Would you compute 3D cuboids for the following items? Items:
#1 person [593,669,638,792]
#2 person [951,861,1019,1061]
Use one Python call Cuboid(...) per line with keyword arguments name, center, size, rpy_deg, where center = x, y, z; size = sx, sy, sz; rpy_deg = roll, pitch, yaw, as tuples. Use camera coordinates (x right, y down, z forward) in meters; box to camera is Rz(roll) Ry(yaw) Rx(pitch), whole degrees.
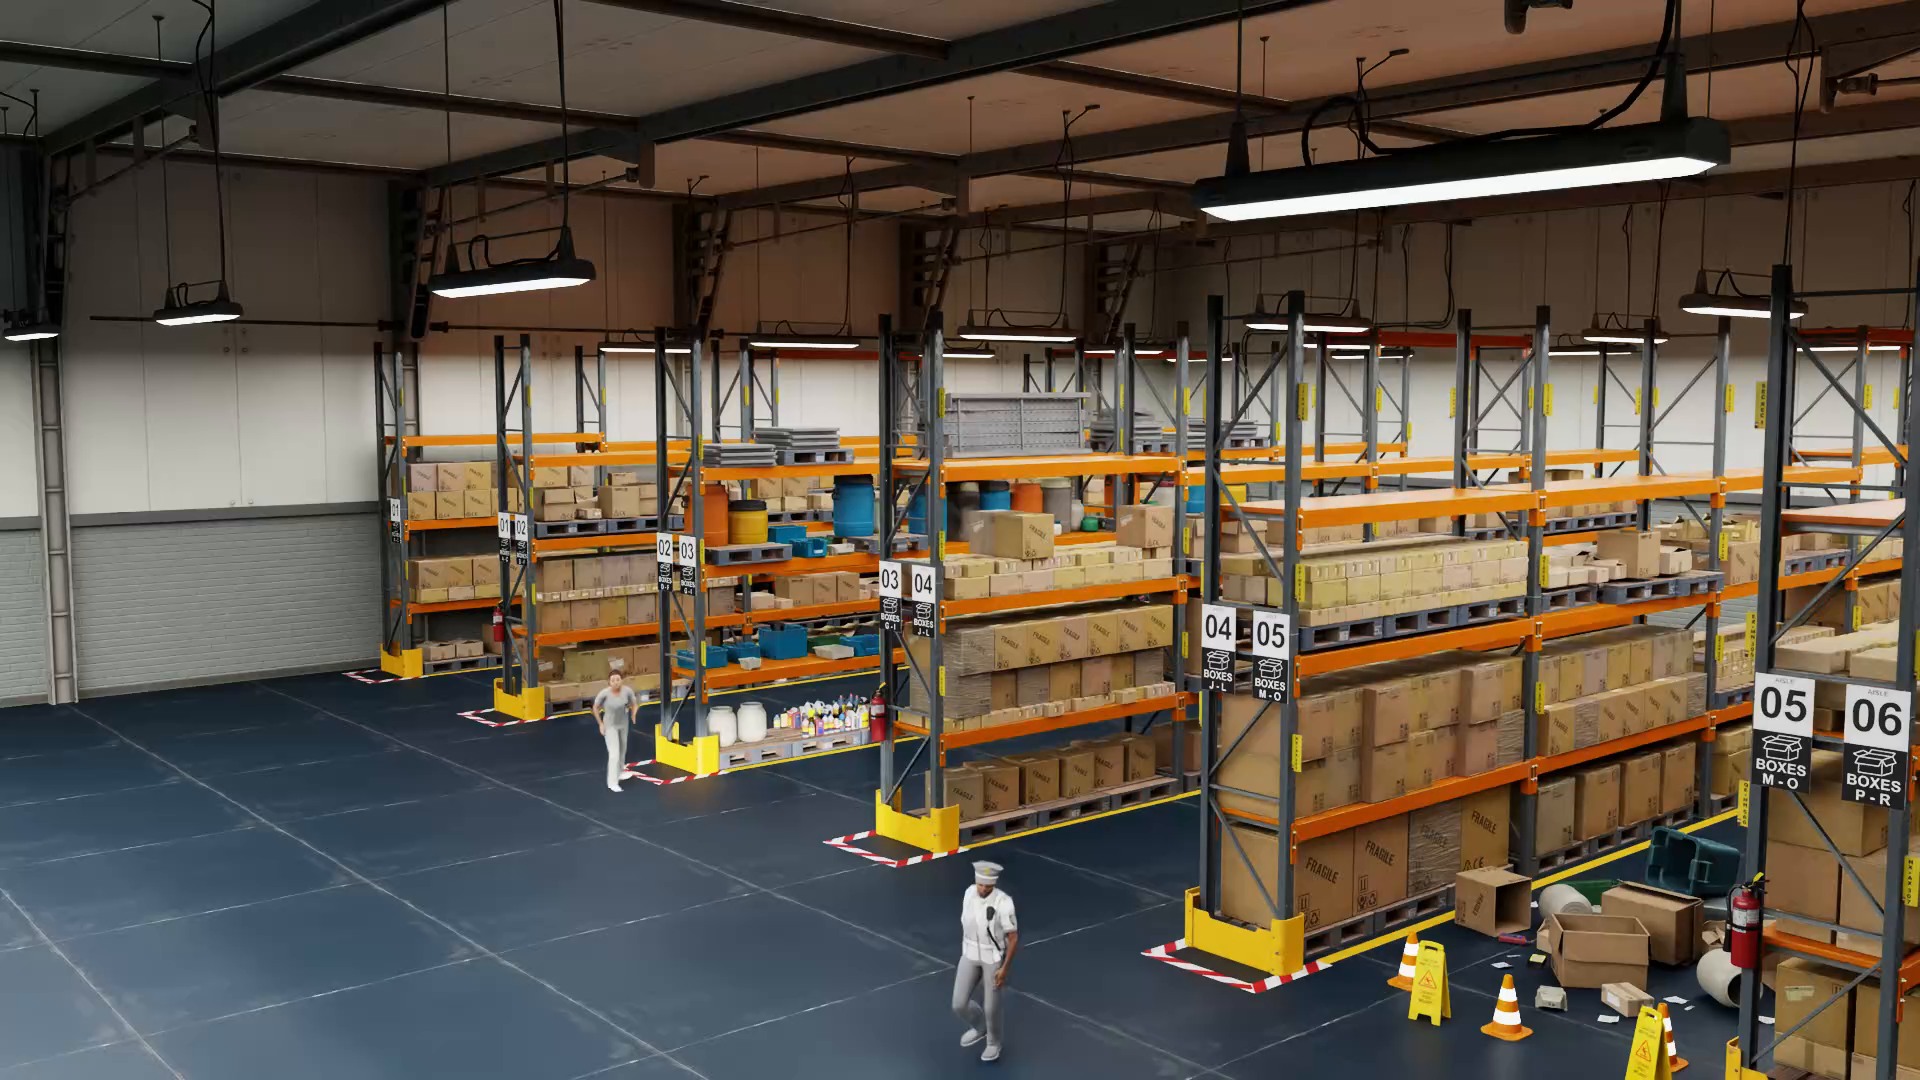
Cuboid(name="person", center=(-4.423, 2.428, 21.515), size=(0.637, 1.596, 0.855), rpy_deg=(-4, 7, -40))
Cuboid(name="person", center=(0.199, 3.212, 12.683), size=(0.579, 1.616, 0.608), rpy_deg=(2, 6, 25))
